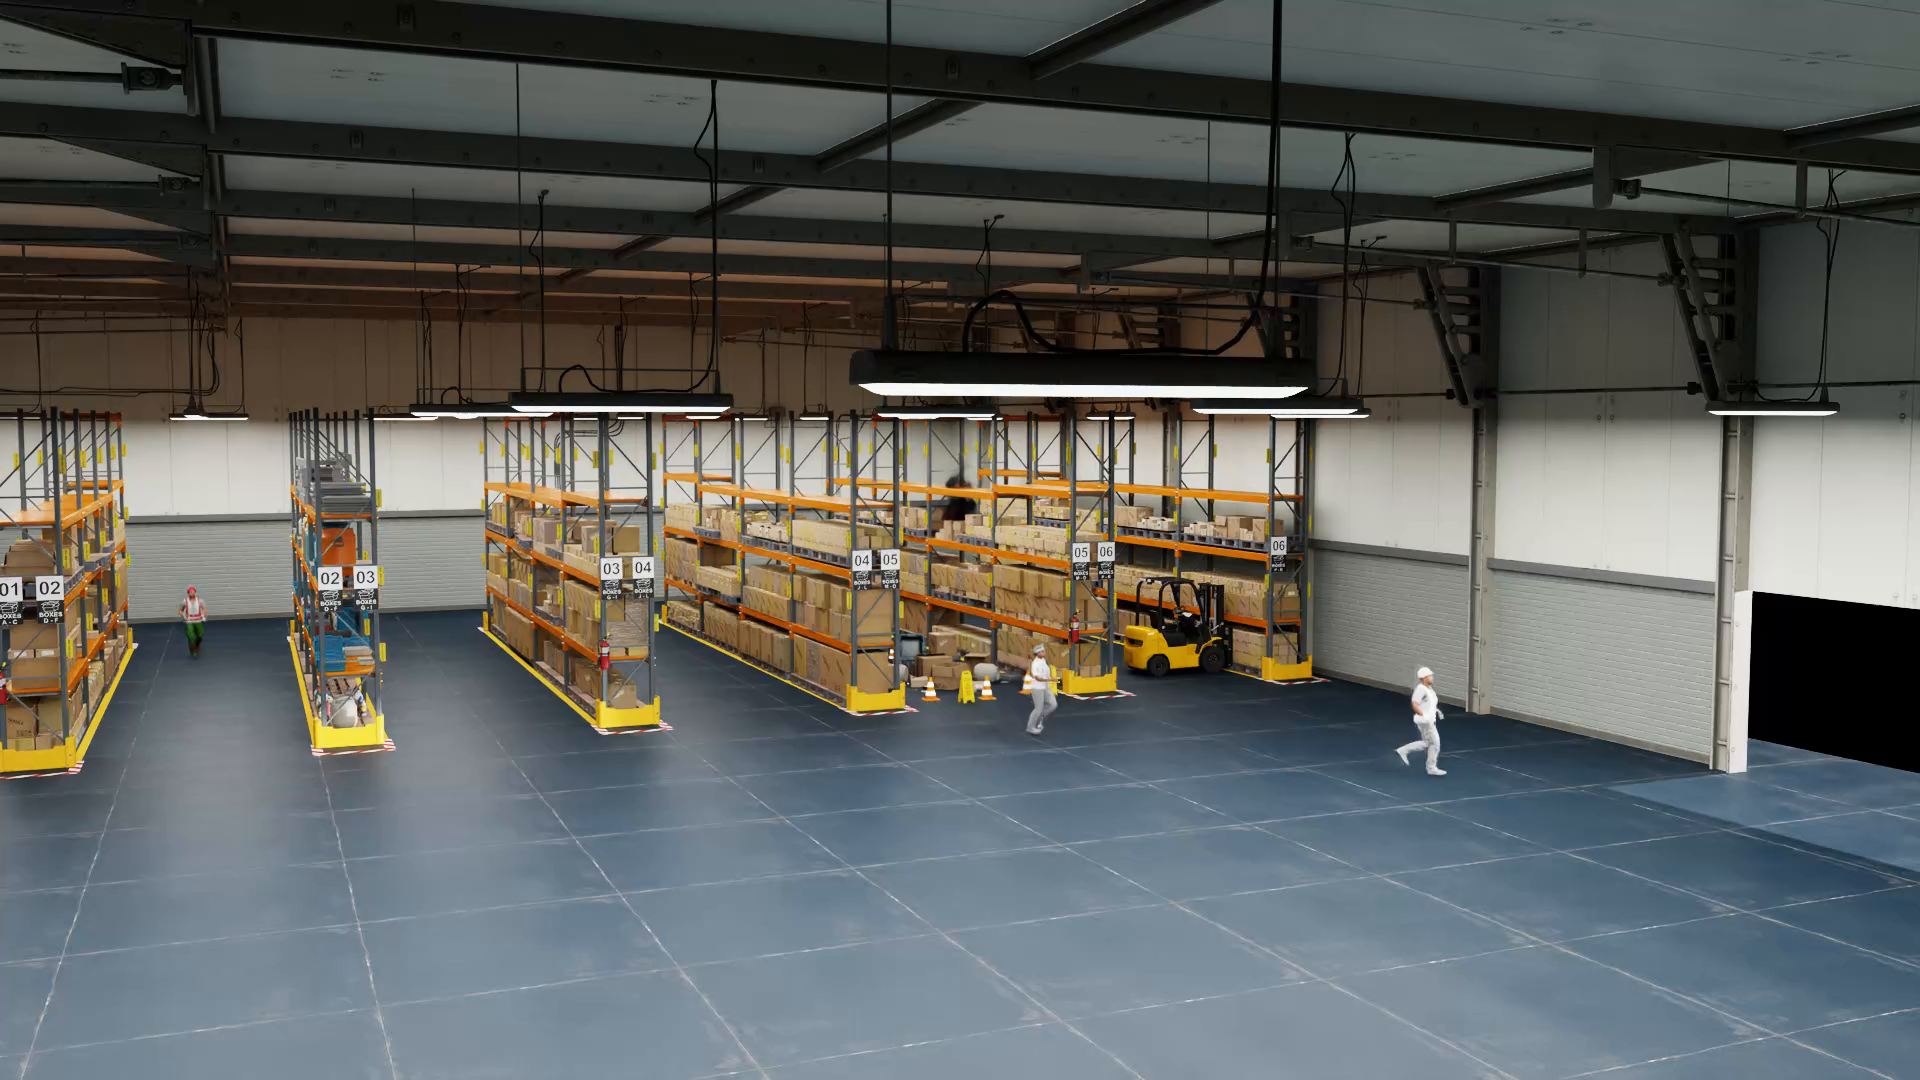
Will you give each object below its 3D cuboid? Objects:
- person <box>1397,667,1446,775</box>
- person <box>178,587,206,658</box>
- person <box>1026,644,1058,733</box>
[{"bbox_3d":[7.531,2.948,27.116,0.812,1.748,0.720,2,4,22],"label":"person"},{"bbox_3d":[-18.683,2.009,40.537,0.649,1.740,0.601,-3,5,-32],"label":"person"},{"bbox_3d":[1.526,2.738,30.656,0.621,1.652,0.553,2,4,27],"label":"person"}]
